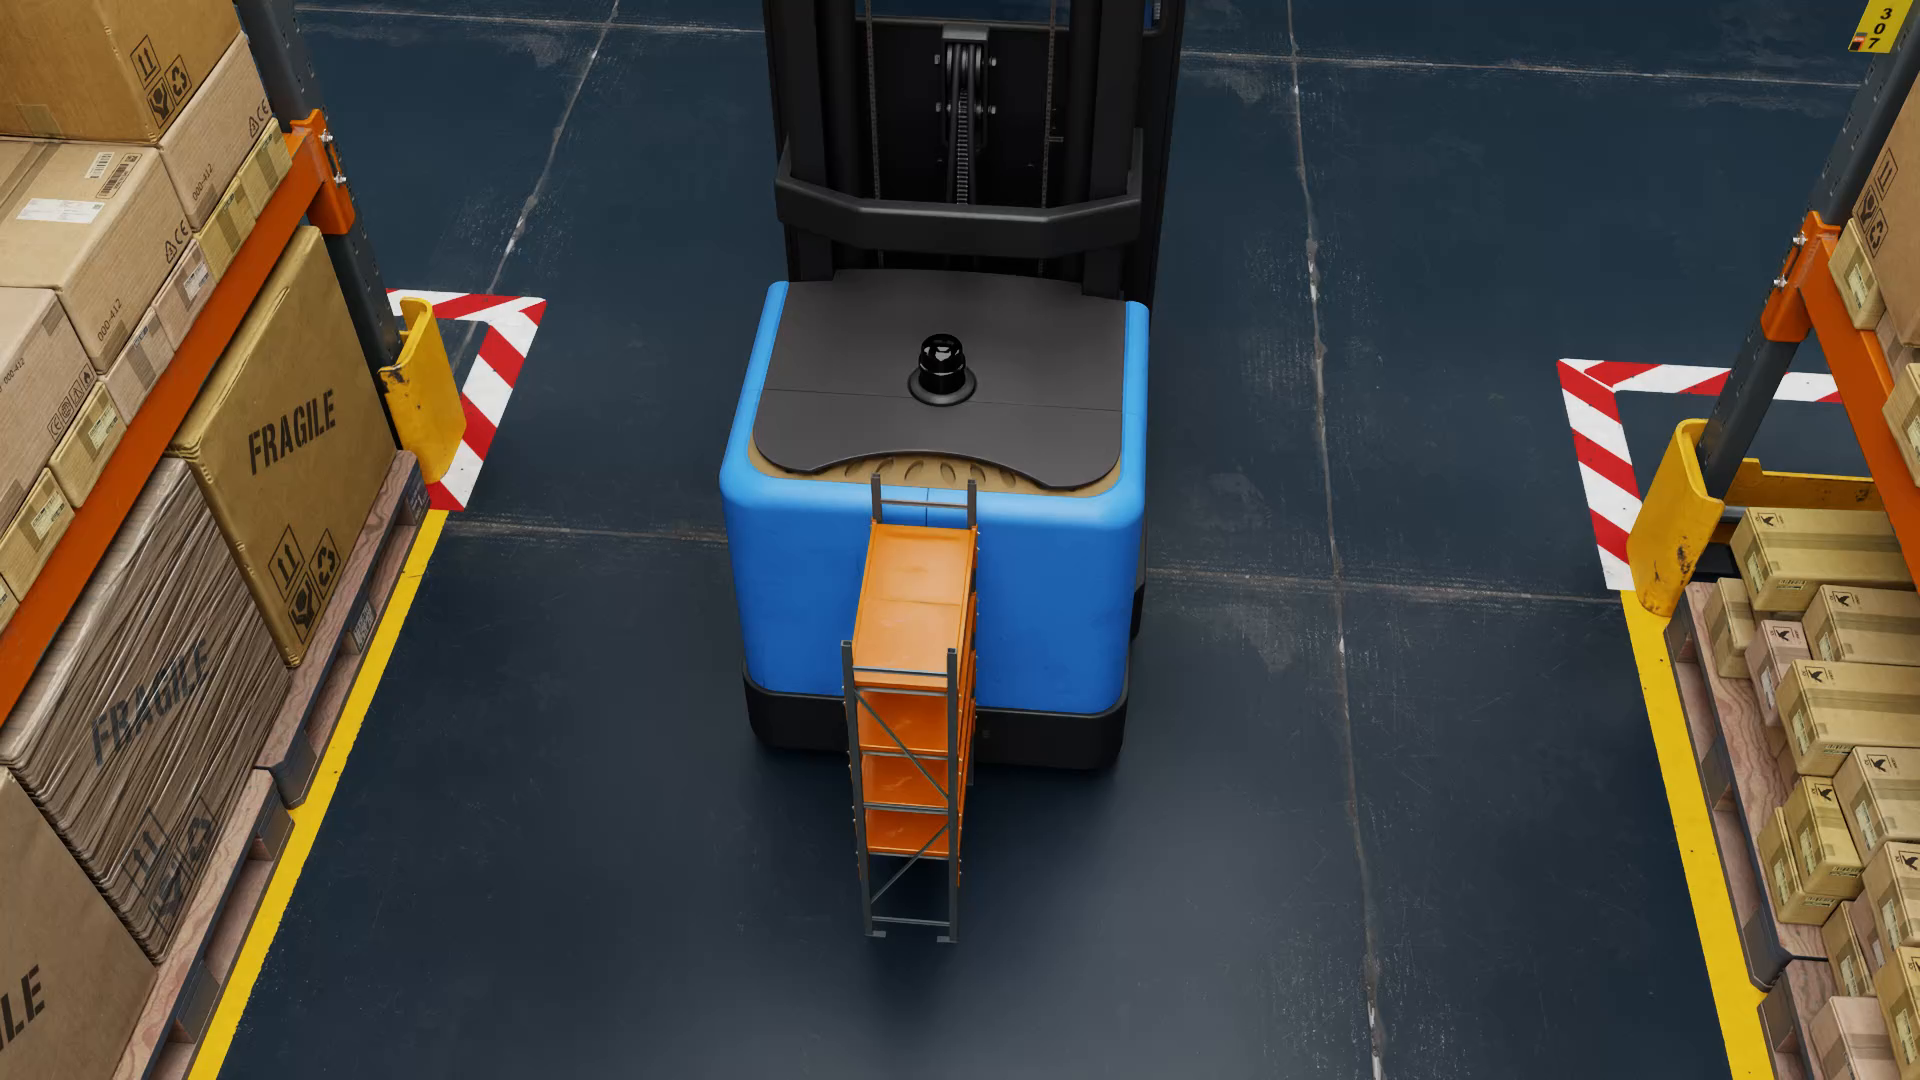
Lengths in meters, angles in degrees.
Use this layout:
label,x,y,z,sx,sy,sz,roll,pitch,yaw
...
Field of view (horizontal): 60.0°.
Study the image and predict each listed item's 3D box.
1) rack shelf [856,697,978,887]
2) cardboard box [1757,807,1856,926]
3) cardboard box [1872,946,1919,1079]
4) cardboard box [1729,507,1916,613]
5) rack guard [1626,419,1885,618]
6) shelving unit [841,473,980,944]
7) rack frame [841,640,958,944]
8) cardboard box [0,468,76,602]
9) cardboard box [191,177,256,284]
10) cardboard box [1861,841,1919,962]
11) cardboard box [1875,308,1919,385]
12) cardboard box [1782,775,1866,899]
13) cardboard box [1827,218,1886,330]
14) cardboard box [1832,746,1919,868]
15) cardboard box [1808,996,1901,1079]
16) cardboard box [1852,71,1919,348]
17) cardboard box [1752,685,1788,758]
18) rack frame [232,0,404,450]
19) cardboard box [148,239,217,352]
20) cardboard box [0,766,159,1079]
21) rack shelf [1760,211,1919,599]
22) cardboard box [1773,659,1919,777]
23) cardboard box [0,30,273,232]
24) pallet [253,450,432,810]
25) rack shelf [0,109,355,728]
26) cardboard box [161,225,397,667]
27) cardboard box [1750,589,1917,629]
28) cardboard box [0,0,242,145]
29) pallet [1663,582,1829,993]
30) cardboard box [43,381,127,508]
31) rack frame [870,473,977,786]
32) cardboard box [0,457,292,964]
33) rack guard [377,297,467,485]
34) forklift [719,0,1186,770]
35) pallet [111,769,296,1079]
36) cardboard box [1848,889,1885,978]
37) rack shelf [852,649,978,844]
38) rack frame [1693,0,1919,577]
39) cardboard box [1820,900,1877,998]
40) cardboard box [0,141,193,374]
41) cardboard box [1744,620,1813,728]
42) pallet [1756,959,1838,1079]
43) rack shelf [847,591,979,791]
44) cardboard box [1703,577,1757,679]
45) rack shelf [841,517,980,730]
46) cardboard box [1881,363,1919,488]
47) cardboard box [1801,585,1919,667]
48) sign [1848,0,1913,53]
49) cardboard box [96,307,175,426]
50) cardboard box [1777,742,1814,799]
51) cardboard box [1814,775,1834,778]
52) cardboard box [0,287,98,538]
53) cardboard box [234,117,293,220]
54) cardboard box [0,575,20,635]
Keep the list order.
label,x,y,z,sx,sy,sz,roll,pitch,yaw
rack shelf,-0.104,0.625,4.226,0.258,0.148,0.480,4,48,3
cardboard box,2.216,0.819,4.116,0.380,0.149,0.250,4,48,4
cardboard box,2.187,1.024,3.525,0.380,0.149,0.250,5,48,4
cardboard box,2.287,0.055,4.411,0.380,0.149,0.250,2,48,2
rack guard,2.667,-0.027,4.936,1.175,0.500,0.348,4,48,4
shelving unit,-0.104,0.445,4.030,0.258,1.200,0.503,4,48,3
rack frame,-0.126,0.625,3.865,0.240,1.200,0.015,4,48,3
cardboard box,-2.076,-0.024,3.410,0.380,0.149,0.250,4,48,4
cardboard box,-1.983,-0.775,4.096,0.380,0.149,0.250,4,48,4
cardboard box,2.257,0.833,3.699,0.380,0.149,0.250,6,48,5
cardboard box,2.336,-0.436,3.786,0.380,0.149,0.250,5,48,5
cardboard box,2.223,0.726,3.999,0.380,0.149,0.250,5,48,5
cardboard box,2.318,-0.626,3.960,0.380,0.149,0.250,4,48,3
cardboard box,2.291,0.630,3.885,0.380,0.149,0.250,2,48,2
cardboard box,2.179,1.190,3.776,0.380,0.149,0.250,2,48,2
cardboard box,2.357,-0.749,3.633,0.500,0.500,0.500,6,48,5
cardboard box,2.365,0.455,4.448,0.380,0.149,0.250,4,48,3
rack frame,-2.257,-1.334,4.438,1.000,3.000,0.127,4,48,4
cardboard box,-2.007,-0.589,3.926,0.380,0.149,0.250,4,48,4
cardboard box,-2.399,1.039,3.422,0.875,0.875,0.875,4,48,4
rack shelf,2.491,0.786,2.986,1.077,0.370,4.000,4,48,4
cardboard box,2.232,0.443,4.057,0.380,0.149,0.250,4,48,3
cardboard box,-2.036,-1.010,4.041,0.500,0.250,0.500,3,48,3
pallet,-2.252,0.200,4.924,1.003,0.211,1.213,4,48,4
rack shelf,-2.439,0.378,3.359,1.077,0.370,4.000,4,48,4
cardboard box,-2.235,-0.283,4.632,0.875,0.875,0.875,4,48,4
cardboard box,2.370,0.161,4.516,0.380,0.149,0.250,6,48,5
cardboard box,-2.039,-1.261,3.763,0.500,0.500,0.500,4,48,4
pallet,2.557,0.665,4.499,1.003,0.211,1.213,4,48,4
cardboard box,-2.053,-0.215,3.584,0.380,0.149,0.250,3,48,3
rack frame,-0.082,0.266,4.194,0.240,1.200,0.015,4,48,3
cardboard box,-2.318,0.385,4.020,0.875,0.875,0.875,4,48,4
rack guard,-2.254,-0.508,5.376,1.175,0.500,0.348,4,48,4
forklift,0.056,-1.449,4.589,1.130,2.935,3.031,4,48,3
pallet,-2.365,1.094,4.107,1.003,0.211,1.213,4,48,4
cardboard box,2.294,0.927,3.815,0.380,0.149,0.250,2,48,2
rack shelf,-0.104,0.491,4.079,0.258,0.148,0.480,4,48,3
rack frame,2.673,-0.926,4.065,1.000,3.000,0.127,4,48,4
cardboard box,2.288,1.013,3.939,0.380,0.149,0.250,4,48,4
cardboard box,-2.083,-0.637,3.700,0.500,0.250,0.500,3,48,3
cardboard box,2.289,0.359,4.335,0.380,0.149,0.250,4,48,3
pallet,2.444,1.559,3.681,1.003,0.211,1.213,4,48,4
rack shelf,-0.104,0.340,3.914,0.258,0.148,0.480,4,48,3
cardboard box,2.307,0.257,4.629,0.380,0.149,0.250,5,48,4
rack shelf,-0.104,0.180,3.740,0.258,0.148,0.480,4,48,3
cardboard box,2.258,-0.242,3.609,0.380,0.149,0.250,3,48,2
cardboard box,2.382,0.266,4.218,0.380,0.149,0.250,5,48,4
sign,2.133,-1.255,3.778,0.100,0.325,0.005,4,48,4
cardboard box,-2.031,-0.406,3.759,0.380,0.149,0.250,5,48,4
cardboard box,2.349,0.638,4.281,0.380,0.149,0.250,4,48,4
cardboard box,2.355,0.545,4.165,0.380,0.149,0.250,4,48,4
cardboard box,-2.129,-0.263,3.358,0.500,0.250,0.500,2,48,2
cardboard box,-1.961,-0.966,4.271,0.380,0.149,0.250,5,48,4
cardboard box,-2.101,0.158,3.243,0.380,0.149,0.250,5,48,4
